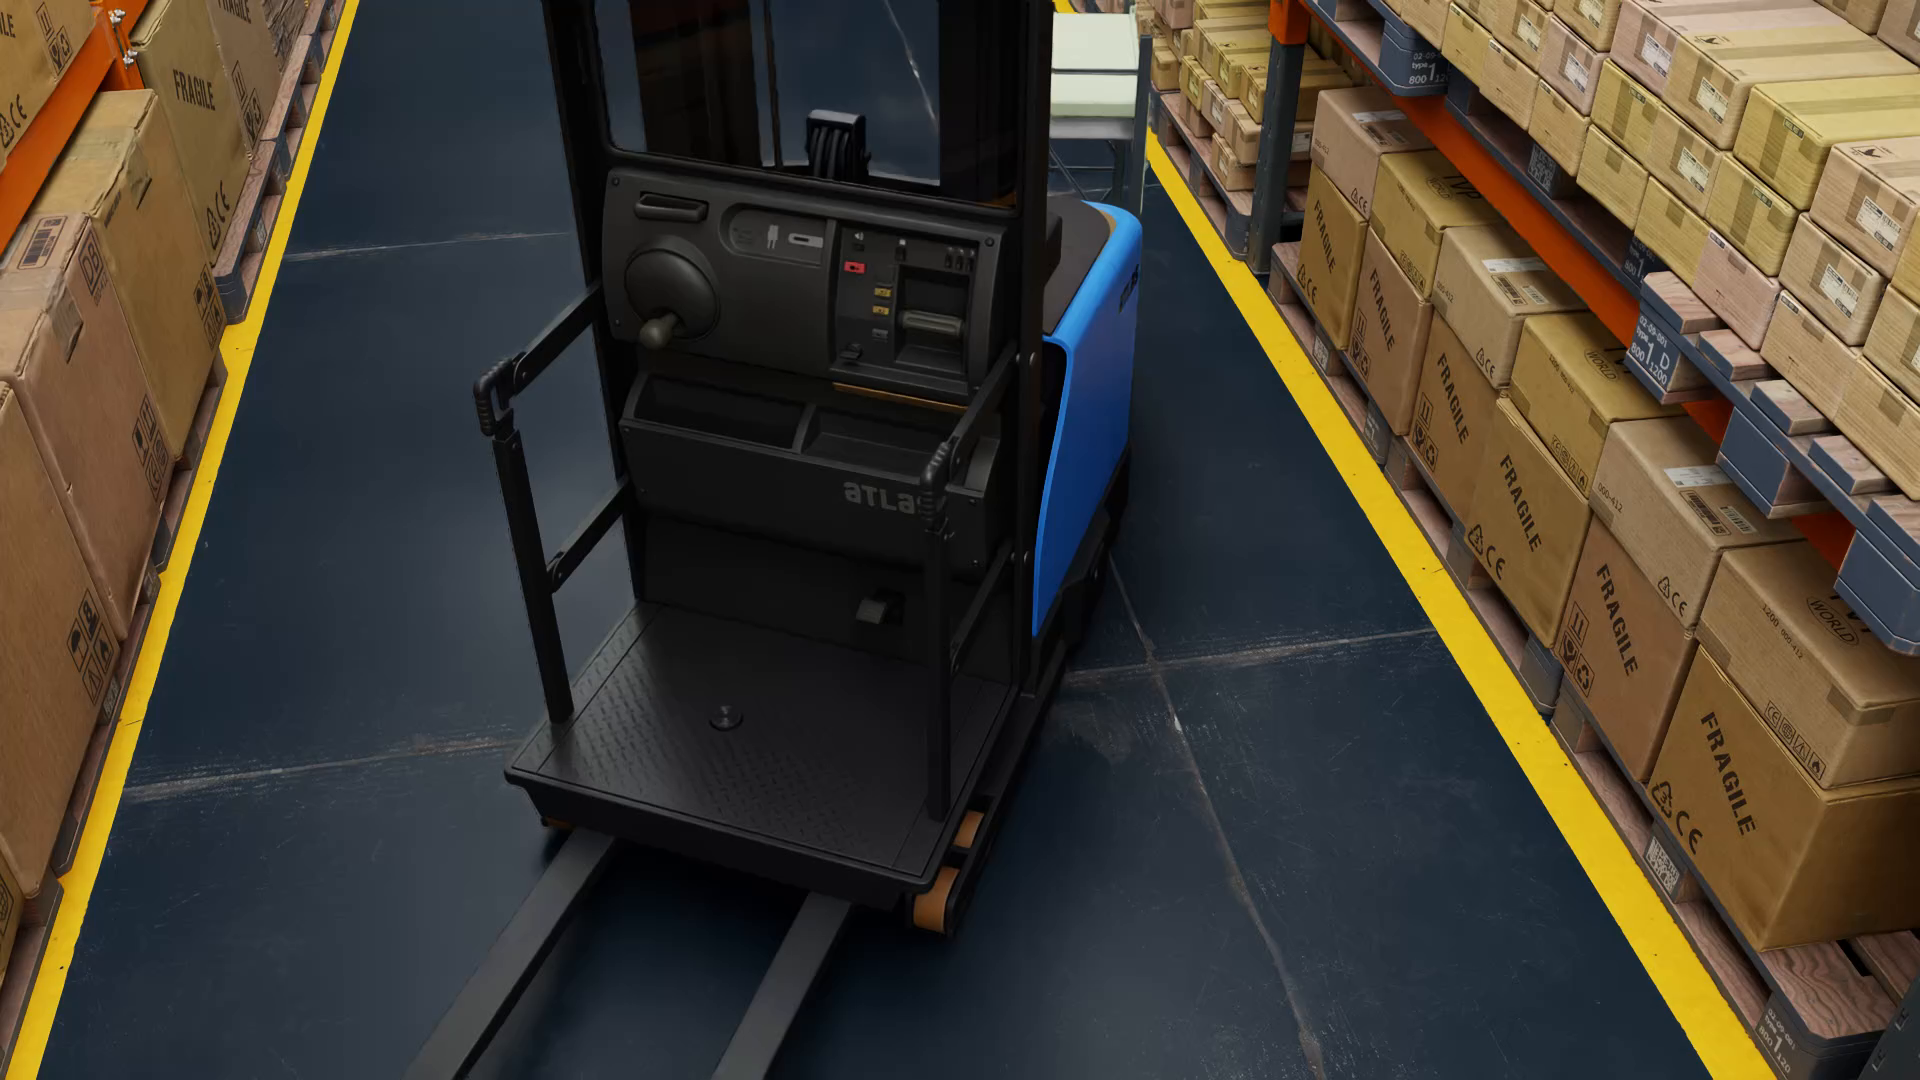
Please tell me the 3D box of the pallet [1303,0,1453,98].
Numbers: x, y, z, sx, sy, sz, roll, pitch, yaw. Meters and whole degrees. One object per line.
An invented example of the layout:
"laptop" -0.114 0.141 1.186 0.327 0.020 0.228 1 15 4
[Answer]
"pallet" 1.638 -1.764 5.231 1.003 0.211 1.213 -6 38 -8

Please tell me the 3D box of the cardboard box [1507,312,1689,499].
"cardboard box" 1.798 -0.373 4.369 0.500 0.250 0.500 -5 38 -7

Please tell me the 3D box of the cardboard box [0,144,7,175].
"cardboard box" -2.724 -1.016 4.031 0.500 0.500 0.500 -7 38 -8

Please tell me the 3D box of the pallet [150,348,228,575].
"pallet" -3.044 -0.285 5.445 1.003 0.211 1.213 -6 38 -8

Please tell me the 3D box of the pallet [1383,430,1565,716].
"pallet" 2.003 -0.007 5.087 1.003 0.211 1.213 -6 38 -8

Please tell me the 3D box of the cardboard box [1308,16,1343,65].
"cardboard box" 1.709 -2.142 7.059 0.380 0.149 0.250 -7 38 -9

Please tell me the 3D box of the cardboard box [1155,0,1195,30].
"cardboard box" 1.087 -2.397 7.387 0.380 0.149 0.250 -8 39 -10

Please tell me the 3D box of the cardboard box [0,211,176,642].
"cardboard box" -2.964 -0.247 4.512 1.225 0.875 0.875 -7 38 -10

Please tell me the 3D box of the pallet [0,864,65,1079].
"pallet" -2.616 1.189 3.548 1.003 0.211 1.213 -6 38 -8

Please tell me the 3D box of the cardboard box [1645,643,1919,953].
"cardboard box" 1.976 0.551 3.791 0.500 0.500 0.500 -6 38 -8

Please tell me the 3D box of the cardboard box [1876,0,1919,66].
"cardboard box" 2.275 -1.136 3.645 0.380 0.149 0.250 -5 38 -6

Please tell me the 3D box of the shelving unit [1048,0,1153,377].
"shelving unit" 0.345 -1.029 5.352 0.431 1.500 0.755 1 38 1

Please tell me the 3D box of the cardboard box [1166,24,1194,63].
"cardboard box" 1.144 -2.266 7.461 0.380 0.149 0.250 -5 38 -7

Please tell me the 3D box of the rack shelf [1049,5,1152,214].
"rack shelf" 0.345 -1.338 5.113 0.431 0.370 0.720 1 38 1

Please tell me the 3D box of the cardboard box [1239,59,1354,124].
"cardboard box" 1.329 -1.778 6.591 0.380 0.149 0.250 -5 38 -7

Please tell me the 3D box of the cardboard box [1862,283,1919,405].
"cardboard box" 1.814 -0.334 2.855 0.380 0.149 0.250 -5 38 -7

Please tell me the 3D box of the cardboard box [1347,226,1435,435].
"cardboard box" 1.611 -0.701 5.403 0.500 0.500 0.500 -5 38 -6

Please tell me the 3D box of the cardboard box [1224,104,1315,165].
"cardboard box" 1.280 -1.630 6.642 0.380 0.149 0.250 -6 38 -7

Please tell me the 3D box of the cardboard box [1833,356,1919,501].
"cardboard box" 1.810 -0.216 2.945 0.380 0.149 0.250 -6 38 -7

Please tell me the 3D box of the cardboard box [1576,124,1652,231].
"cardboard box" 1.634 -0.835 3.742 0.380 0.149 0.250 -8 39 -10

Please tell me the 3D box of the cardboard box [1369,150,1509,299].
"cardboard box" 1.613 -0.995 5.170 0.500 0.250 0.500 -5 38 -7

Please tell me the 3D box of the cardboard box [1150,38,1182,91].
"cardboard box" 1.062 -2.182 7.595 0.380 0.149 0.250 -6 38 -8

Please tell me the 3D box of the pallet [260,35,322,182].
"pallet" -3.527 -1.949 7.587 1.003 0.211 1.213 -6 38 -8

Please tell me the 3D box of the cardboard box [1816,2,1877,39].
"cardboard box" 2.235 -1.176 3.939 0.380 0.149 0.250 -7 38 -8

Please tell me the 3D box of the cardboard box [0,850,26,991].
"cardboard box" -2.652 0.826 3.131 1.225 0.875 0.875 -8 39 -10

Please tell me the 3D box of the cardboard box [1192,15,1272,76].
"cardboard box" 1.195 -2.078 6.976 0.380 0.149 0.250 -7 38 -8

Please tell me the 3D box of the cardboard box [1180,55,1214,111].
"cardboard box" 1.156 -1.952 7.057 0.380 0.149 0.250 -7 38 -10

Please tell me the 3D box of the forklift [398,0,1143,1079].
"forklift" -0.429 -0.493 3.496 1.130 2.935 3.031 12 39 15

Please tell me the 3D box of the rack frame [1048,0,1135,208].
"rack frame" 0.356 -1.254 5.641 0.400 1.500 0.023 1 38 1

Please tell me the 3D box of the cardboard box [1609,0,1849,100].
"cardboard box" 1.637 -1.066 3.555 0.380 0.149 0.250 -6 38 -8

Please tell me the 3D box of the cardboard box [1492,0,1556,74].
"cardboard box" 1.540 -1.269 4.058 0.380 0.149 0.250 -7 38 -9

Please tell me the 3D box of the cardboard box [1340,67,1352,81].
"cardboard box" 1.767 -1.871 6.952 0.380 0.149 0.250 -6 38 -8

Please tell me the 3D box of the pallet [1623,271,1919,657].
"pallet" 2.119 -0.244 3.275 1.213 0.211 1.003 -6 38 -8

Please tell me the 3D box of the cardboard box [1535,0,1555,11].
"cardboard box" 1.542 -1.387 3.968 0.380 0.149 0.250 -5 38 -7

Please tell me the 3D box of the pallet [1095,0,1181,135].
"pallet" 1.278 -2.356 8.110 1.003 0.211 1.213 -6 38 -8

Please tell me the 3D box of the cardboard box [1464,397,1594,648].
"cardboard box" 1.780 -0.080 4.604 0.500 0.500 0.500 -8 39 -10

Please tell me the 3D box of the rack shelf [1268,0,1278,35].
"rack shelf" 1.297 -3.241 7.563 1.077 0.370 4.000 -6 38 -8

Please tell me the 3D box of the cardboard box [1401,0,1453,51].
"cardboard box" 1.446 -1.472 4.562 0.380 0.149 0.250 -8 39 -10

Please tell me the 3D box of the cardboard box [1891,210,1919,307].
"cardboard box" 1.812 -0.449 2.760 0.380 0.149 0.250 -8 38 -10

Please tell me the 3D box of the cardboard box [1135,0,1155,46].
"cardboard box" 1.008 -2.489 7.990 0.380 0.149 0.250 -6 38 -8

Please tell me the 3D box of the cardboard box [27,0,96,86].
"cardboard box" -2.902 -1.631 4.822 0.500 0.500 0.500 -6 38 -8

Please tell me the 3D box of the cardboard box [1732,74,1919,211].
"cardboard box" 1.724 -0.759 3.160 0.380 0.149 0.250 -5 38 -7

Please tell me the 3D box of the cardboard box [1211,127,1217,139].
"cardboard box" 1.280 -1.723 7.004 0.380 0.149 0.250 -5 38 -7

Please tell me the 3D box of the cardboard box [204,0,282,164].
"cardboard box" -3.448 -2.122 6.926 0.875 0.875 0.875 -6 38 -8

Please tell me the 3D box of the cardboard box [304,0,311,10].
"cardboard box" -3.763 -3.209 8.325 0.875 0.875 0.875 -6 38 -8

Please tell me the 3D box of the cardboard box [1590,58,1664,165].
"cardboard box" 1.632 -0.956 3.655 0.380 0.149 0.250 -6 38 -8

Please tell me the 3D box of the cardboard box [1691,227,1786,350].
"cardboard box" 1.723 -0.521 3.338 0.380 0.149 0.250 -6 38 -7

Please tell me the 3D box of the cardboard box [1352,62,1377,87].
"cardboard box" 1.791 -1.822 6.647 0.380 0.149 0.250 -5 38 -6

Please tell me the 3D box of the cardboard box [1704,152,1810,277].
"cardboard box" 1.717 -0.654 3.267 0.380 0.149 0.250 -5 38 -7

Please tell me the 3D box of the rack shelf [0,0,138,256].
"rack shelf" -2.902 -0.352 3.845 1.077 0.370 4.000 -6 38 -8

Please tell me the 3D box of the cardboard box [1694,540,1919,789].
"cardboard box" 1.971 0.240 3.580 0.500 0.250 0.500 -7 38 -9

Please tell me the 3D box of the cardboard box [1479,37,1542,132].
"cardboard box" 1.539 -1.155 4.154 0.380 0.149 0.250 -8 39 -10
